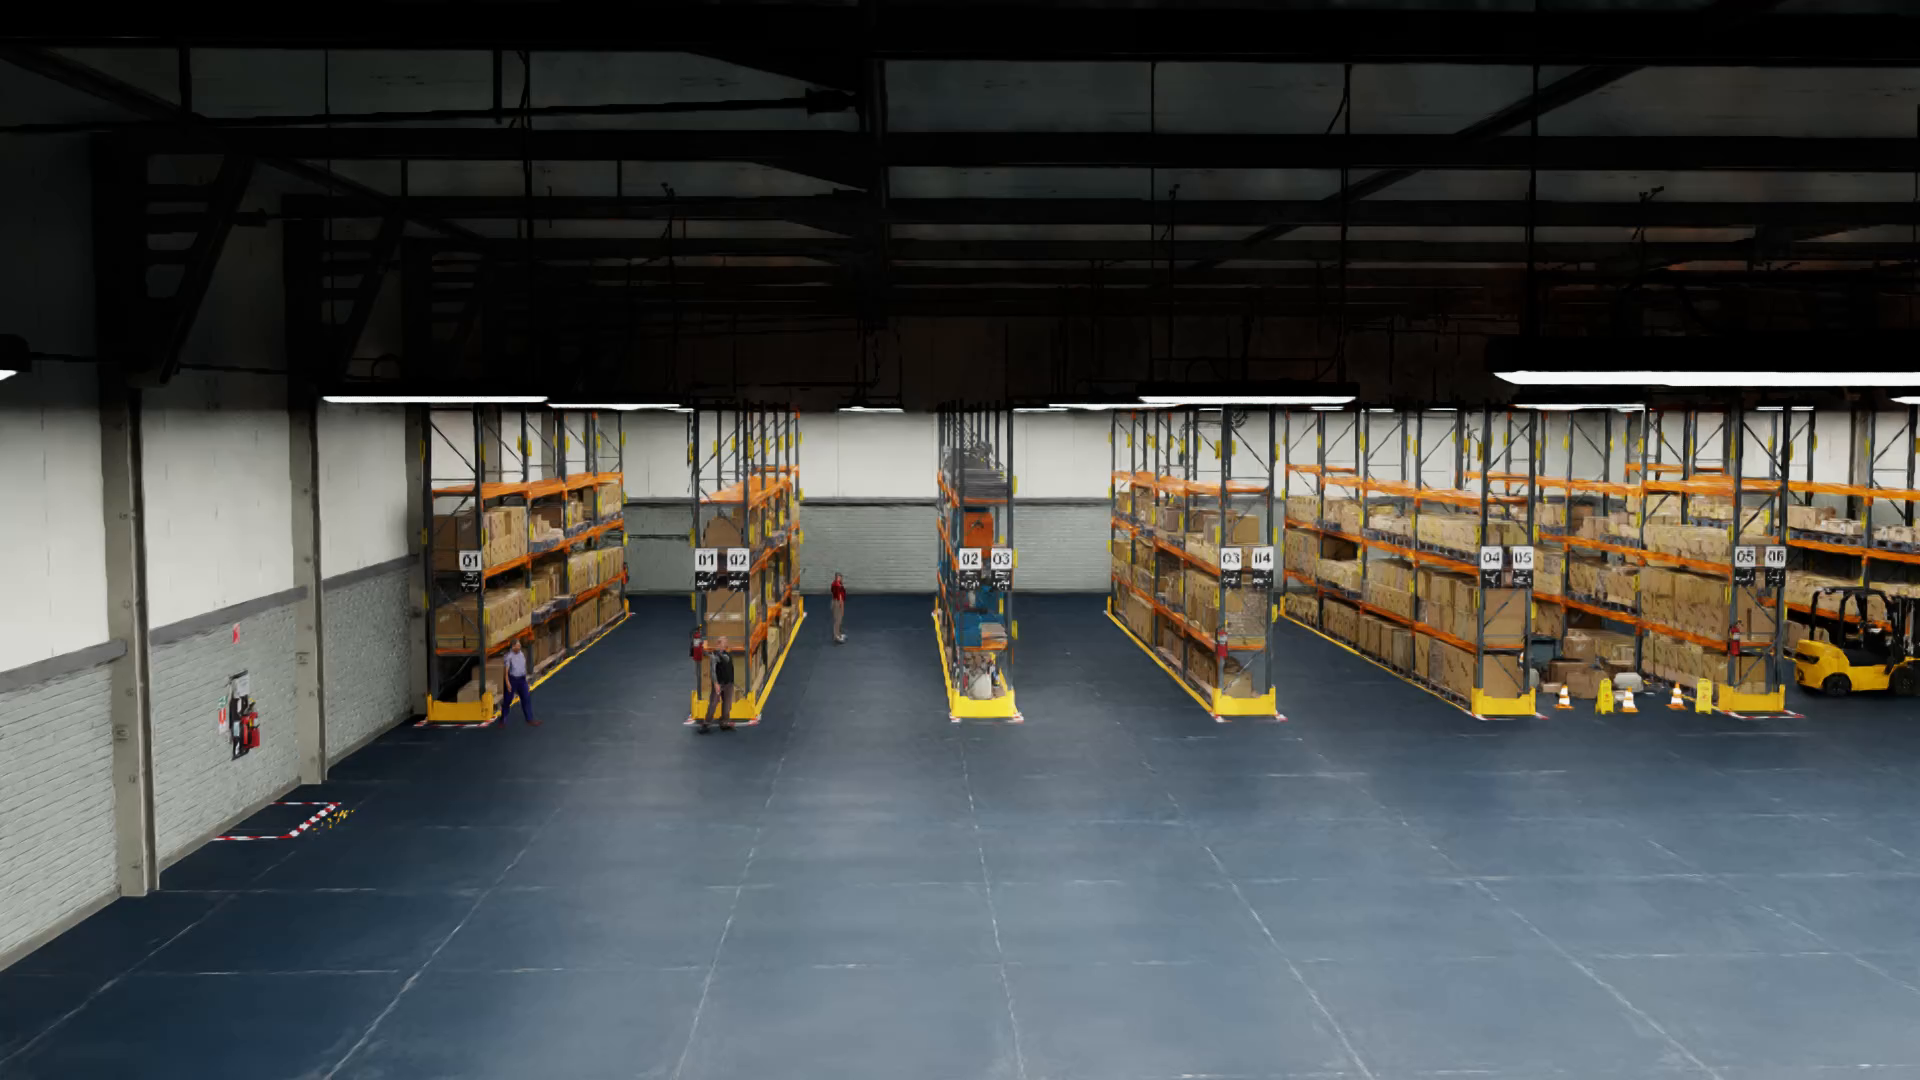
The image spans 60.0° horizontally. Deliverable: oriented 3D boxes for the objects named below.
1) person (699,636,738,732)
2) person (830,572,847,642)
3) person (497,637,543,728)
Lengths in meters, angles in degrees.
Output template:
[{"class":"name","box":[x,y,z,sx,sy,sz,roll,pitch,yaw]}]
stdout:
[{"class":"person","box":[-4.374,2.596,29.938,0.459,1.719,0.690,3,5,35]},{"class":"person","box":[-3.029,1.662,41.916,0.476,1.738,0.624,-2,5,-23]},{"class":"person","box":[-8.086,2.589,30.389,0.564,1.637,0.731,3,5,35]}]
